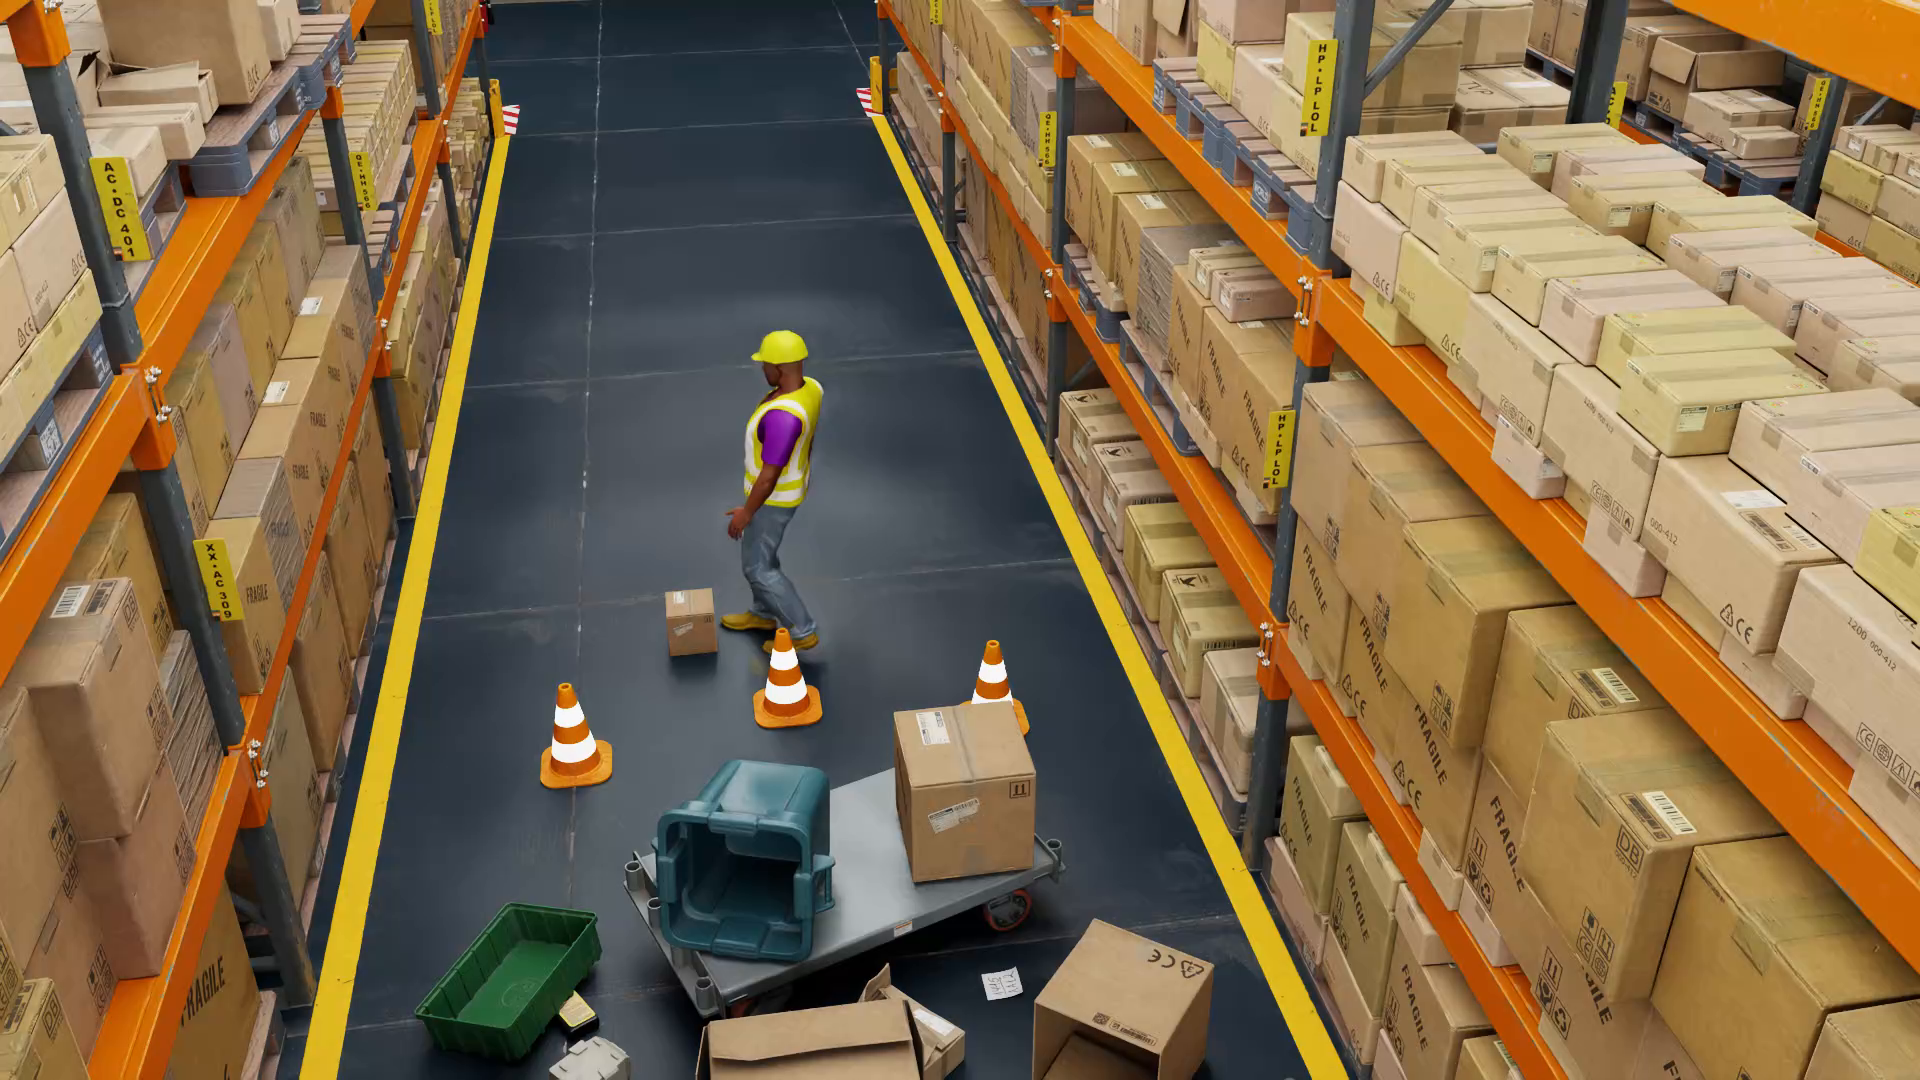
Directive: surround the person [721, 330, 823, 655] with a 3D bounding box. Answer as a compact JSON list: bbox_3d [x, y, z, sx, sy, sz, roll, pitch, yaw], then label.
[{"bbox_3d":[-1.007,-0.256,8.560,0.602,1.757,0.665,2,31,4],"label":"person"}]
